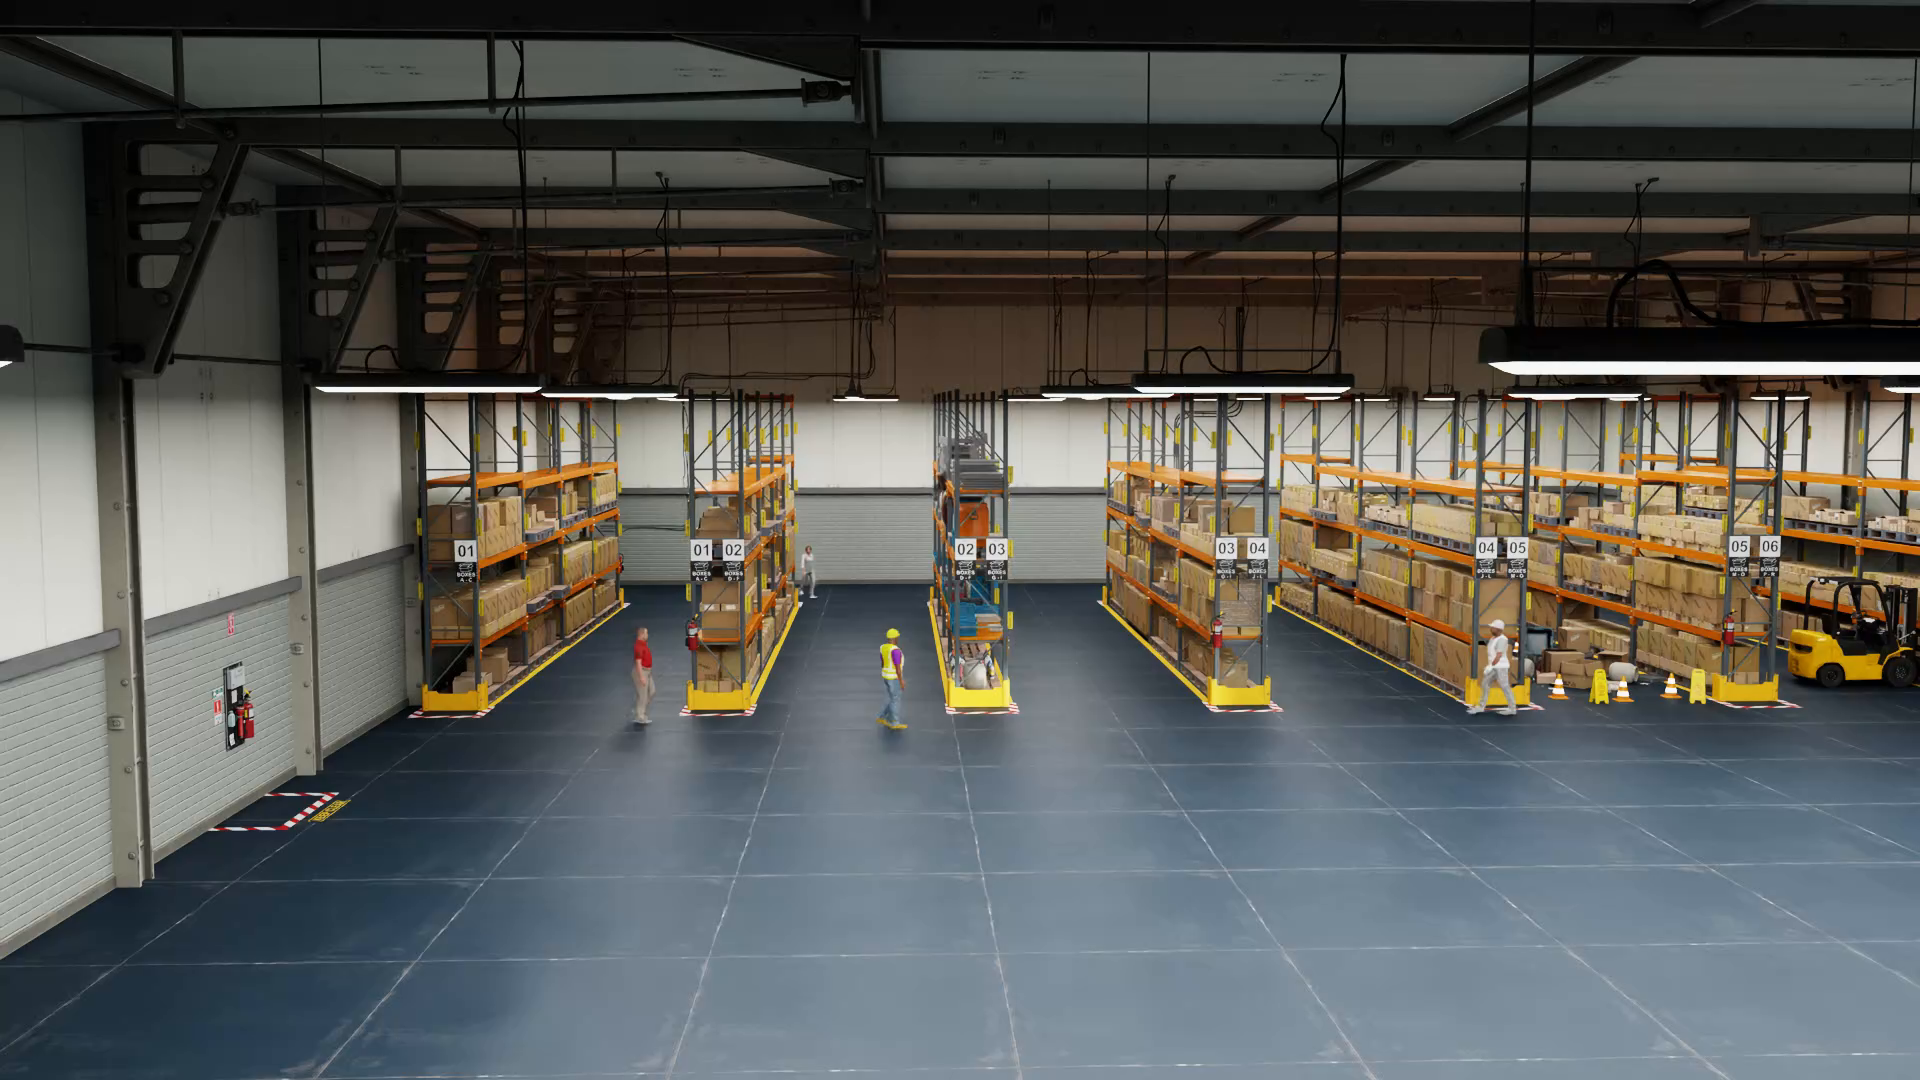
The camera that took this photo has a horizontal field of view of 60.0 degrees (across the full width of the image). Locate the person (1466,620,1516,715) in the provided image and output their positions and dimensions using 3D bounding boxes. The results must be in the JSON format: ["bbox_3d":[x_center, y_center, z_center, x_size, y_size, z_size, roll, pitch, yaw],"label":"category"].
[{"bbox_3d":[9.794,2.341,30.516,0.828,1.773,0.615,0,5,-1],"label":"person"}]

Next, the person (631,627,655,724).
[{"bbox_3d":[-5.762,2.428,29.957,0.464,1.725,0.626,1,5,6],"label":"person"}]

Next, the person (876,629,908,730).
[{"bbox_3d":[-1.190,2.456,29.396,0.465,1.784,0.648,-2,5,-24],"label":"person"}]

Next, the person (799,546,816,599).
[{"bbox_3d":[-4.492,0.936,49.075,0.462,1.546,0.833,-3,5,-29],"label":"person"}]
